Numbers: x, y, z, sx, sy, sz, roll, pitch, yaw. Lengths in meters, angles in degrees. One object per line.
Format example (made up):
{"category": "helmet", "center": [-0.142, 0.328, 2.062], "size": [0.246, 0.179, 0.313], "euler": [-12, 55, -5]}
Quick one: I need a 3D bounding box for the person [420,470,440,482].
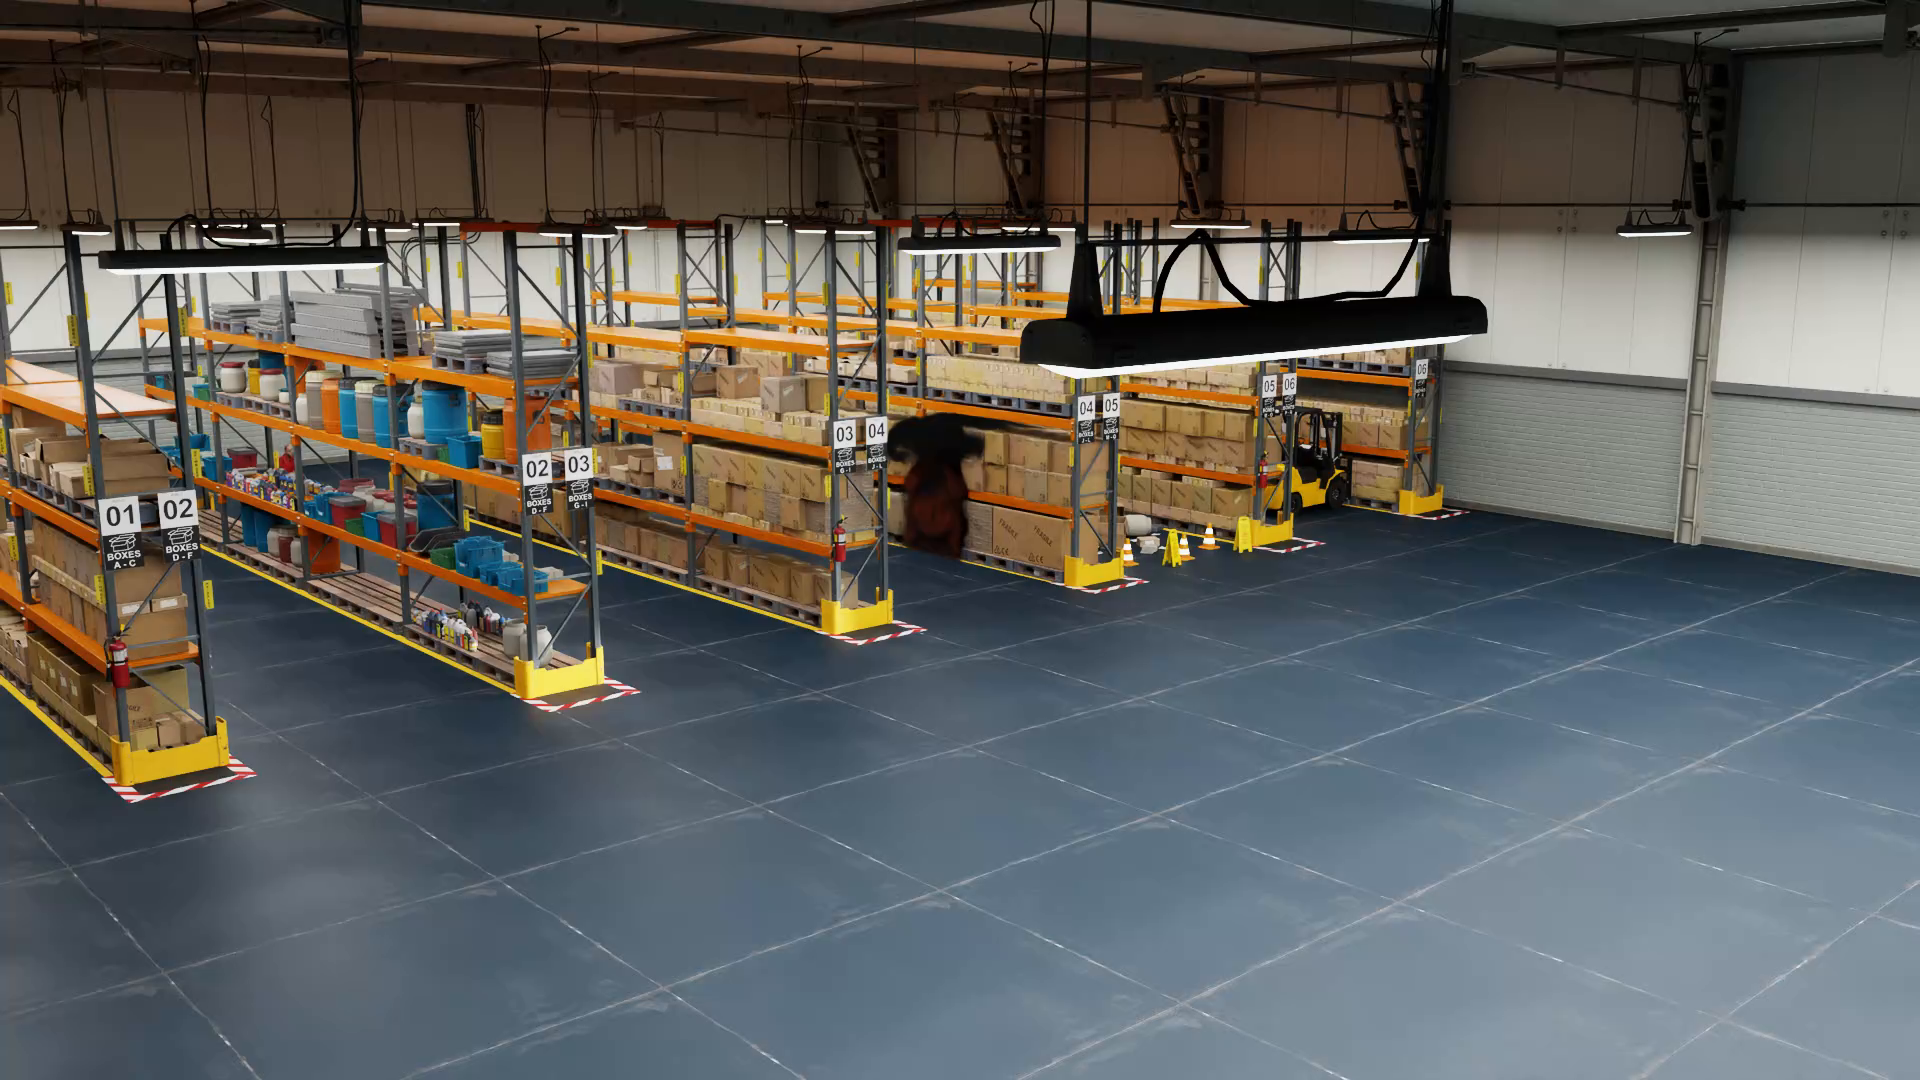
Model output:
{"category": "person", "center": [-10.265, -0.892, 32.349], "size": [0.787, 1.561, 0.583], "euler": [9, 14, 37]}

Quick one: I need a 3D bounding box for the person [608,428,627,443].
{"category": "person", "center": [-8.608, -2.733, 41.422], "size": [0.685, 1.587, 0.841], "euler": [4, 12, 19]}

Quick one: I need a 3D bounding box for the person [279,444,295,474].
{"category": "person", "center": [-13.366, -1.088, 33.117], "size": [0.977, 1.686, 0.682], "euler": [8, 14, 33]}
